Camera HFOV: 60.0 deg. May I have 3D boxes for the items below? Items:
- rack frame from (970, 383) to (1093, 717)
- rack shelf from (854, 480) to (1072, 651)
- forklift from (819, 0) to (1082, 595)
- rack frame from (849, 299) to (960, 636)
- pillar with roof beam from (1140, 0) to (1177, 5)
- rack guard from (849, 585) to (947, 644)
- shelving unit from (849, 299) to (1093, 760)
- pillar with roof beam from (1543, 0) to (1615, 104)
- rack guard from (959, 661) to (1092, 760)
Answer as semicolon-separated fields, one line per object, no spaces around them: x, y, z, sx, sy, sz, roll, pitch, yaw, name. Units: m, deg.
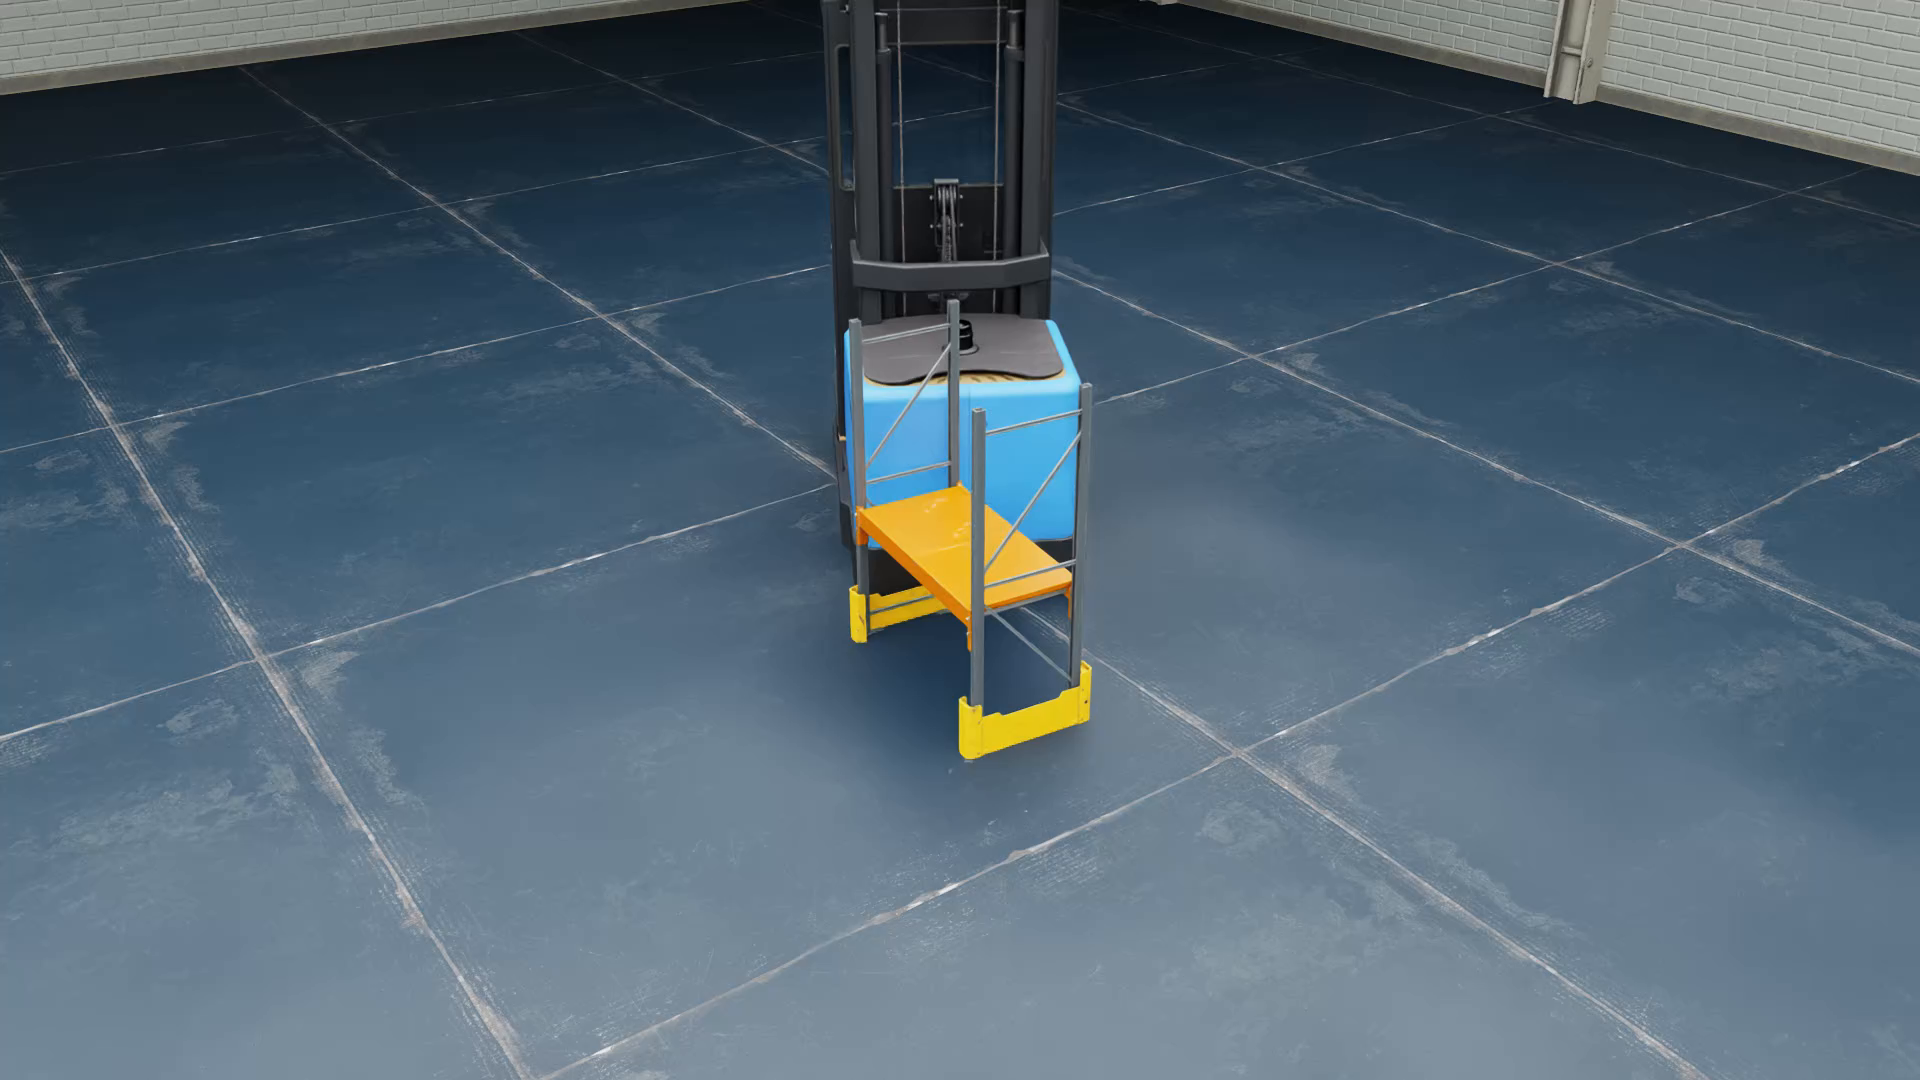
0.267;0.137;6.425;0.500;1.500;0.032;-15;32;-25;rack frame
0.020;0.083;6.902;0.538;0.185;1.000;-15;32;-25;rack shelf
-0.116;-1.713;8.332;1.130;2.935;3.031;-3;29;-5;forklift
-0.227;-0.287;7.206;0.500;1.500;0.032;-15;32;-25;rack frame
-1.061;-9.389;16.109;9.100;9.000;0.400;-19;34;-31;pillar with roof beam
-0.217;0.271;7.490;0.587;0.250;0.087;-15;32;-25;rack guard
0.024;-0.071;6.809;0.587;1.500;1.083;-15;32;-25;shelving unit
2.419;-7.056;11.814;9.100;9.000;0.400;-19;34;-31;pillar with roof beam
0.266;0.686;6.725;0.587;0.250;0.087;-15;32;-25;rack guard
